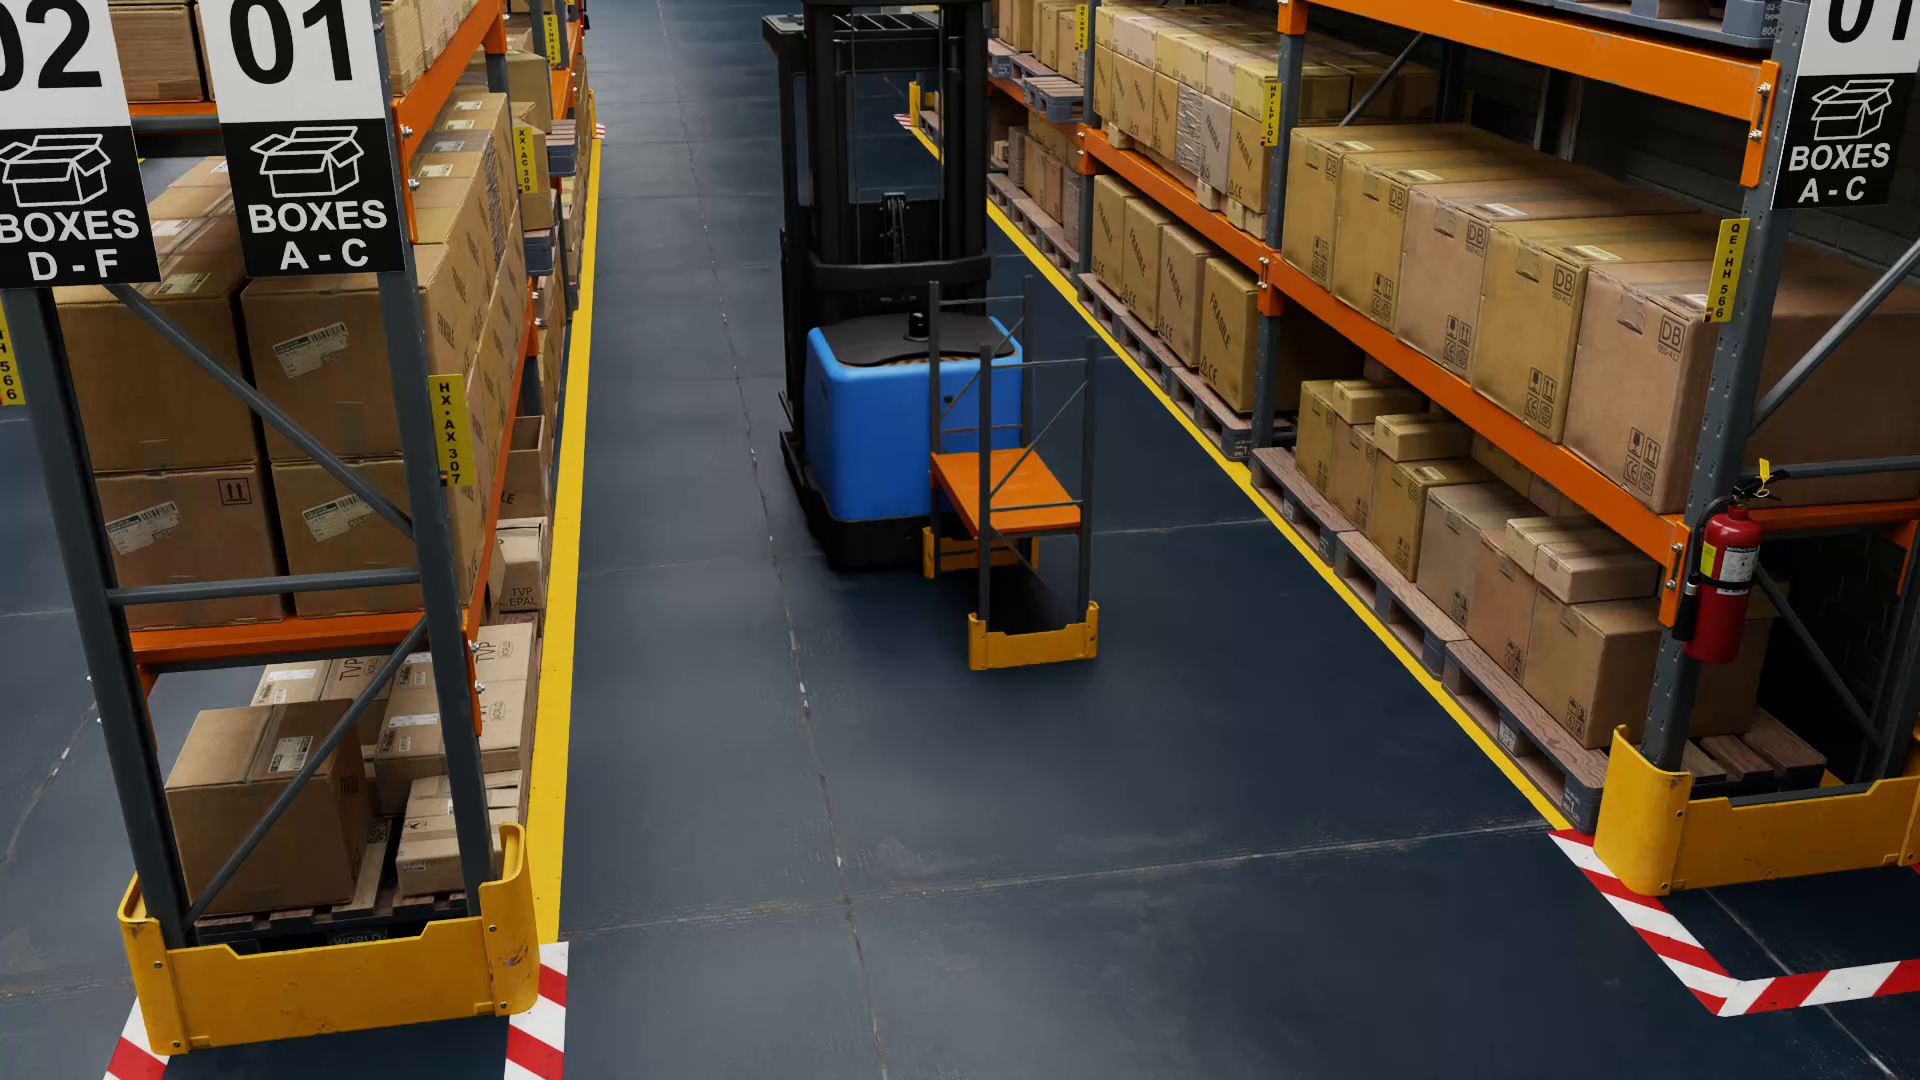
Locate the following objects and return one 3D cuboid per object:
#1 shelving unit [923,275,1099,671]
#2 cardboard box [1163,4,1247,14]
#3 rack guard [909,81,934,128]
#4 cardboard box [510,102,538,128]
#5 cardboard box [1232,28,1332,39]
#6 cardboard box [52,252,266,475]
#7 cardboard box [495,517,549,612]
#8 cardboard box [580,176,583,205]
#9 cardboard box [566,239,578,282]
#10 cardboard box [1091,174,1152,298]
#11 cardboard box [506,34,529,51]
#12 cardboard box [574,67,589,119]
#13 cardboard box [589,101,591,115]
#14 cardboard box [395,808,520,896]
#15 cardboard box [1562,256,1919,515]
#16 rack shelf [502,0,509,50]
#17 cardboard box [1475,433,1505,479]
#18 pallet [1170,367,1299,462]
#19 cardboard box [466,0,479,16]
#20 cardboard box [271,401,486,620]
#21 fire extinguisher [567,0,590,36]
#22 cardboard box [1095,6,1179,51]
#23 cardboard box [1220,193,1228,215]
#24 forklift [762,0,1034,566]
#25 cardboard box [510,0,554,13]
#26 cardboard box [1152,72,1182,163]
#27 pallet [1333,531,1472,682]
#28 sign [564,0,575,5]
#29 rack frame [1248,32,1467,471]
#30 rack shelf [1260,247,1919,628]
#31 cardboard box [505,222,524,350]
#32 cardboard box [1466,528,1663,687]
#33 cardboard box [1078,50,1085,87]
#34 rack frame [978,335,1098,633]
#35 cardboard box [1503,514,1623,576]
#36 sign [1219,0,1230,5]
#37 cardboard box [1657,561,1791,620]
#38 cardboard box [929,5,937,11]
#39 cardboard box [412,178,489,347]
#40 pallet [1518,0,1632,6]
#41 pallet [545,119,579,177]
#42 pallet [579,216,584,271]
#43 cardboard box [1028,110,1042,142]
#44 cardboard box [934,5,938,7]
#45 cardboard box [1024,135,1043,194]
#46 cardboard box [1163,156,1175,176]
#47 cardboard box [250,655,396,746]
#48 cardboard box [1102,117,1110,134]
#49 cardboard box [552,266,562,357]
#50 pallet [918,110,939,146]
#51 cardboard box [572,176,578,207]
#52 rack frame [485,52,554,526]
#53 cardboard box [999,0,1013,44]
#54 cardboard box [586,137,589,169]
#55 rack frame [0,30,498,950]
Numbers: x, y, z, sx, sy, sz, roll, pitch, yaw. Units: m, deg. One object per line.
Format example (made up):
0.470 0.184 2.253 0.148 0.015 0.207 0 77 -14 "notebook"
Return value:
0.217 -0.337 7.647 0.587 1.500 1.083 -5 24 -12 "shelving unit"
1.783 -3.754 12.140 0.500 0.250 0.500 -4 24 -8 "cardboard box"
-0.021 -5.350 20.375 1.175 0.500 0.348 -4 24 -10 "rack guard"
-2.741 -2.144 9.262 0.700 0.500 0.500 -1 24 -1 "cardboard box"
2.062 -3.148 10.752 0.500 0.250 0.500 -5 24 -11 "cardboard box"
-2.297 -0.523 4.825 0.500 0.500 0.500 -5 24 -10 "cardboard box"
-2.161 0.091 7.603 0.500 0.311 0.500 -4 24 -10 "cardboard box"
-3.710 -3.176 15.184 0.500 0.250 0.500 -5 24 -11 "cardboard box"
-3.232 -2.171 12.883 0.500 0.250 0.500 -4 24 -10 "cardboard box"
1.451 -2.287 12.400 0.750 0.750 0.750 -5 24 -10 "cardboard box"
-3.847 -3.922 13.858 0.500 0.500 0.500 -4 24 -10 "cardboard box"
-4.312 -4.852 18.086 0.500 0.500 0.500 -4 24 -10 "cardboard box"
-4.513 -4.901 19.134 0.500 0.250 0.500 -4 24 -10 "cardboard box"
-1.684 1.051 5.609 0.380 0.149 0.250 -4 24 -10 "cardboard box"
2.819 -0.569 5.931 0.980 0.700 0.700 -3 24 -7 "cardboard box"
-3.053 -3.269 9.638 1.077 0.370 4.000 -4 24 -10 "rack shelf"
2.633 -0.408 7.724 0.380 0.149 0.250 -5 24 -11 "cardboard box"
1.967 -0.825 10.376 1.003 0.211 1.213 -4 24 -10 "pallet"
-2.149 -2.178 6.429 0.500 0.250 0.500 -4 24 -10 "cardboard box"
-1.767 -0.104 5.115 0.500 0.500 0.500 -4 24 -9 "cardboard box"
-4.468 -6.203 19.301 0.296 0.674 0.183 -4 24 -10 "fire extinguisher"
1.280 -3.705 12.026 0.500 0.250 0.500 -4 24 -8 "cardboard box"
1.770 -2.014 9.903 0.380 0.149 0.250 -4 24 -8 "cardboard box"
-0.450 -1.778 9.159 1.130 2.935 3.031 -5 24 -12 "forklift"
-4.022 -5.047 15.623 0.380 0.149 0.250 -4 24 -10 "cardboard box"
1.565 -2.754 10.786 0.500 0.500 0.500 -4 24 -8 "cardboard box"
2.477 0.258 7.895 1.003 0.211 1.213 -4 24 -10 "pallet"
-3.631 -5.122 15.383 0.100 0.325 0.005 -4 24 -10 "sign"
2.184 -1.805 9.136 1.000 3.000 0.127 -4 24 -10 "rack frame"
2.554 -0.689 7.479 1.077 0.370 4.000 -4 24 -10 "rack shelf"
-2.242 -1.103 7.402 0.500 0.500 0.500 -4 24 -8 "cardboard box"
2.603 0.256 7.014 0.700 0.500 0.500 -4 24 -10 "cardboard box"
1.348 -3.810 13.052 0.700 0.500 0.500 -7 25 -16 "cardboard box"
0.329 -0.142 7.201 0.500 1.500 0.032 -5 24 -12 "rack frame"
2.445 0.018 6.748 0.380 0.149 0.250 -4 24 -8 "cardboard box"
1.989 -3.952 12.604 0.100 0.325 0.005 -4 24 -10 "sign"
2.916 0.190 6.355 0.380 0.149 0.250 -4 24 -9 "cardboard box"
-0.058 -5.846 18.551 0.500 0.250 0.500 -5 24 -11 "cardboard box"
-1.959 -0.964 5.836 0.500 0.500 0.500 -4 24 -9 "cardboard box"
2.547 -2.338 6.718 1.003 0.211 1.213 -4 24 -10 "pallet"
-3.229 -2.661 11.335 1.213 0.211 1.003 -4 24 -10 "pallet"
-3.759 -2.538 14.298 1.003 0.211 1.213 -4 24 -10 "pallet"
0.942 -3.891 15.547 0.500 0.250 0.500 -5 24 -11 "cardboard box"
-0.071 -6.201 18.425 0.500 0.500 0.500 -5 24 -11 "cardboard box"
1.002 -3.520 15.636 0.700 0.500 0.500 -5 24 -11 "cardboard box"
1.572 -2.524 11.069 0.380 0.149 0.250 -4 24 -9 "cardboard box"
-2.433 0.623 6.462 0.500 0.250 0.500 -4 24 -10 "cardboard box"
1.278 -3.126 12.449 0.380 0.149 0.250 -5 24 -11 "cardboard box"
-2.924 -1.513 11.039 0.500 0.500 0.500 -5 24 -12 "cardboard box"
0.094 -4.895 19.695 1.003 0.211 1.213 -4 24 -10 "pallet"
-3.525 -3.037 14.165 0.500 0.311 0.500 -5 24 -10 "cardboard box"
-2.684 -1.437 8.293 1.000 3.000 0.127 -4 24 -10 "rack frame"
0.765 -4.997 15.769 0.700 0.500 0.500 -4 24 -10 "cardboard box"
-4.038 -3.918 16.884 0.500 0.250 0.500 -4 24 -10 "cardboard box"
-1.944 0.136 4.691 1.000 3.000 0.127 -4 24 -10 "rack frame"
